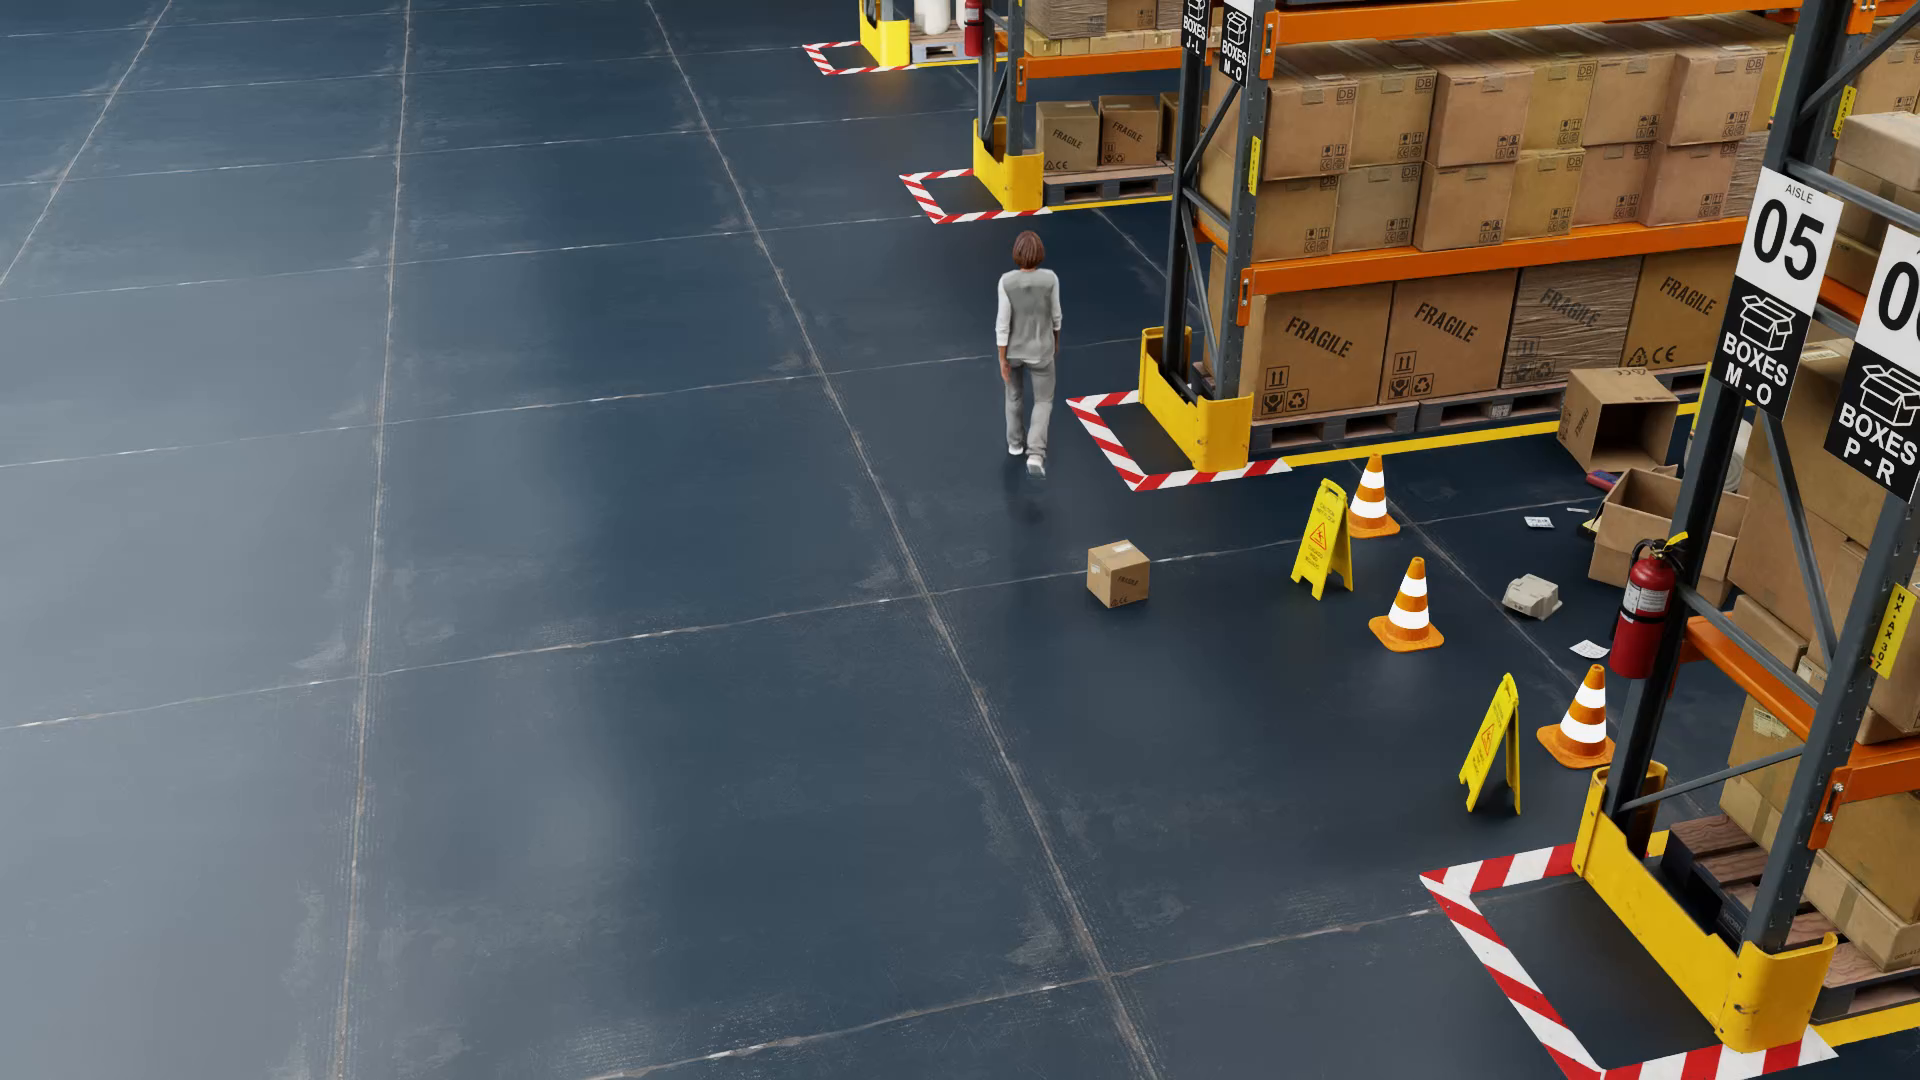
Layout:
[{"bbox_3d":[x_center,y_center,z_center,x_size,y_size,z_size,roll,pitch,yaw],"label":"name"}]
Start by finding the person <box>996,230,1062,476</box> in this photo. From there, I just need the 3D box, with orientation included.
[{"bbox_3d":[0.415,-1.128,10.125,0.398,1.560,0.828,2,31,4],"label":"person"}]
